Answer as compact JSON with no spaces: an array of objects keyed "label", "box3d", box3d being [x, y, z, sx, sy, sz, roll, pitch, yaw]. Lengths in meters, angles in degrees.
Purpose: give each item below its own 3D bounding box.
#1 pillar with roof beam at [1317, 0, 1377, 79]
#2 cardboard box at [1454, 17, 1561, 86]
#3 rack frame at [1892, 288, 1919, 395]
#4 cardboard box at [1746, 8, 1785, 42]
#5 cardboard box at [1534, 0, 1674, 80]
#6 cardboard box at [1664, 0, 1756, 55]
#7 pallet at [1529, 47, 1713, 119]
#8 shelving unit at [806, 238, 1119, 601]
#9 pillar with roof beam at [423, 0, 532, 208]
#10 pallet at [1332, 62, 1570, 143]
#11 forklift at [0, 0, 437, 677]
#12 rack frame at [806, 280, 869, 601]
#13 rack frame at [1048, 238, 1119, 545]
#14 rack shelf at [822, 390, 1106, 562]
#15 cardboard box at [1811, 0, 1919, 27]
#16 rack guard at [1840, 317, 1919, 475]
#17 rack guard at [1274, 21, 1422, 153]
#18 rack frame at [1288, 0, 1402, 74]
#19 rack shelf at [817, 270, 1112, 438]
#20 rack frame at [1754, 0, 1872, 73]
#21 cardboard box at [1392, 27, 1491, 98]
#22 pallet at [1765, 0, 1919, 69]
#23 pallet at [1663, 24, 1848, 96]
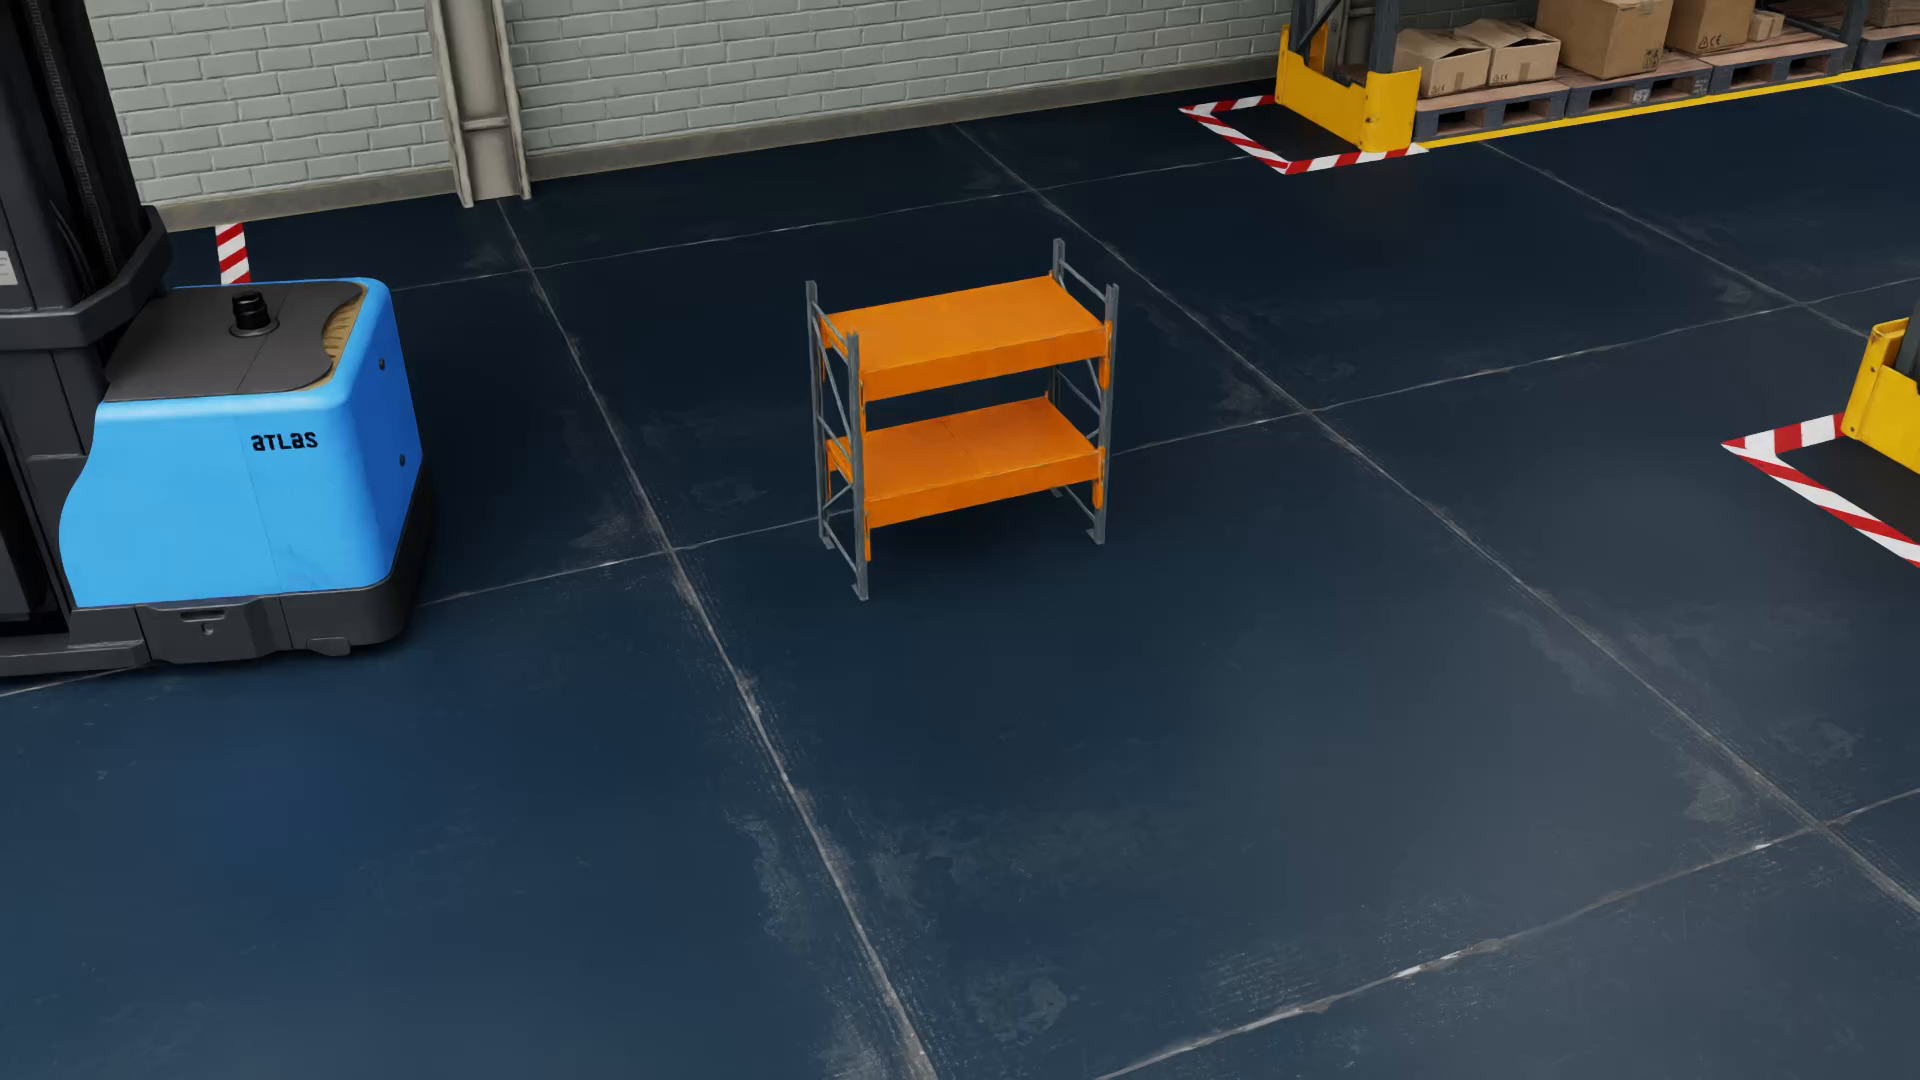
[{"label":"pillar with roof beam","box3d":[4.419,-4.938,6.087,0.400,9.000,9.100,-13,35,-19]},{"label":"cardboard box","box3d":[3.640,-3.284,11.108,0.500,0.311,0.500,-10,34,-15]},{"label":"rack frame","box3d":[4.363,-1.515,6.328,0.127,3.000,1.000,-13,35,-19]},{"label":"cardboard box","box3d":[5.648,-3.718,11.909,0.250,0.166,0.380,-18,37,-25]},{"label":"cardboard box","box3d":[4.336,-3.493,11.256,0.500,0.500,0.700,-15,36,-22]},{"label":"cardboard box","box3d":[5.188,-3.747,11.647,0.500,0.500,0.500,-16,36,-22]},{"label":"pallet","box3d":[4.398,-3.261,11.569,1.213,0.211,1.003,-13,35,-19]},{"label":"shelving unit","box3d":[0.006,-0.473,6.445,1.048,1.125,0.538,-13,35,-19]},{"label":"pillar with roof beam","box3d":[-1.113,-3.671,4.140,0.400,9.000,9.100,-13,35,-19]},{"label":"pallet","box3d":[3.275,-3.006,11.176,1.213,0.211,1.003,-13,35,-19]},{"label":"forklift","box3d":[-3.601,-0.976,5.563,3.031,2.935,1.130,-4,33,-6]},{"label":"rack frame","box3d":[-0.462,-0.366,6.280,0.032,1.125,0.500,-13,35,-19]},{"label":"rack frame","box3d":[0.475,-0.580,6.610,0.032,1.125,0.500,-13,35,-19]},{"label":"rack shelf","box3d":[0.006,-0.268,6.579,1.000,0.278,0.538,-13,35,-19]},{"label":"cardboard box","box3d":[6.802,-4.150,12.266,0.500,0.500,0.700,-12,35,-17]},{"label":"rack guard","box3d":[4.341,-0.462,7.002,0.348,0.500,1.175,-13,35,-19]},{"label":"rack guard","box3d":[2.512,-2.973,10.861,0.348,0.500,1.175,-13,35,-19]},{"label":"rack frame","box3d":[2.442,-4.005,10.155,0.127,3.000,1.000,-13,35,-19]},{"label":"rack shelf","box3d":[0.006,-0.718,6.286,1.000,0.278,0.538,-13,35,-19]},{"label":"rack frame","box3d":[6.130,-4.849,11.453,0.127,3.000,1.000,-13,35,-19]},{"label":"cardboard box","box3d":[3.115,-3.163,10.923,0.500,0.311,0.500,-17,37,-24]},{"label":"pallet","box3d":[6.847,-3.846,12.467,1.213,0.211,1.003,-13,35,-19]},{"label":"pallet","box3d":[5.524,-3.521,11.968,1.213,0.211,1.003,-13,35,-19]}]
